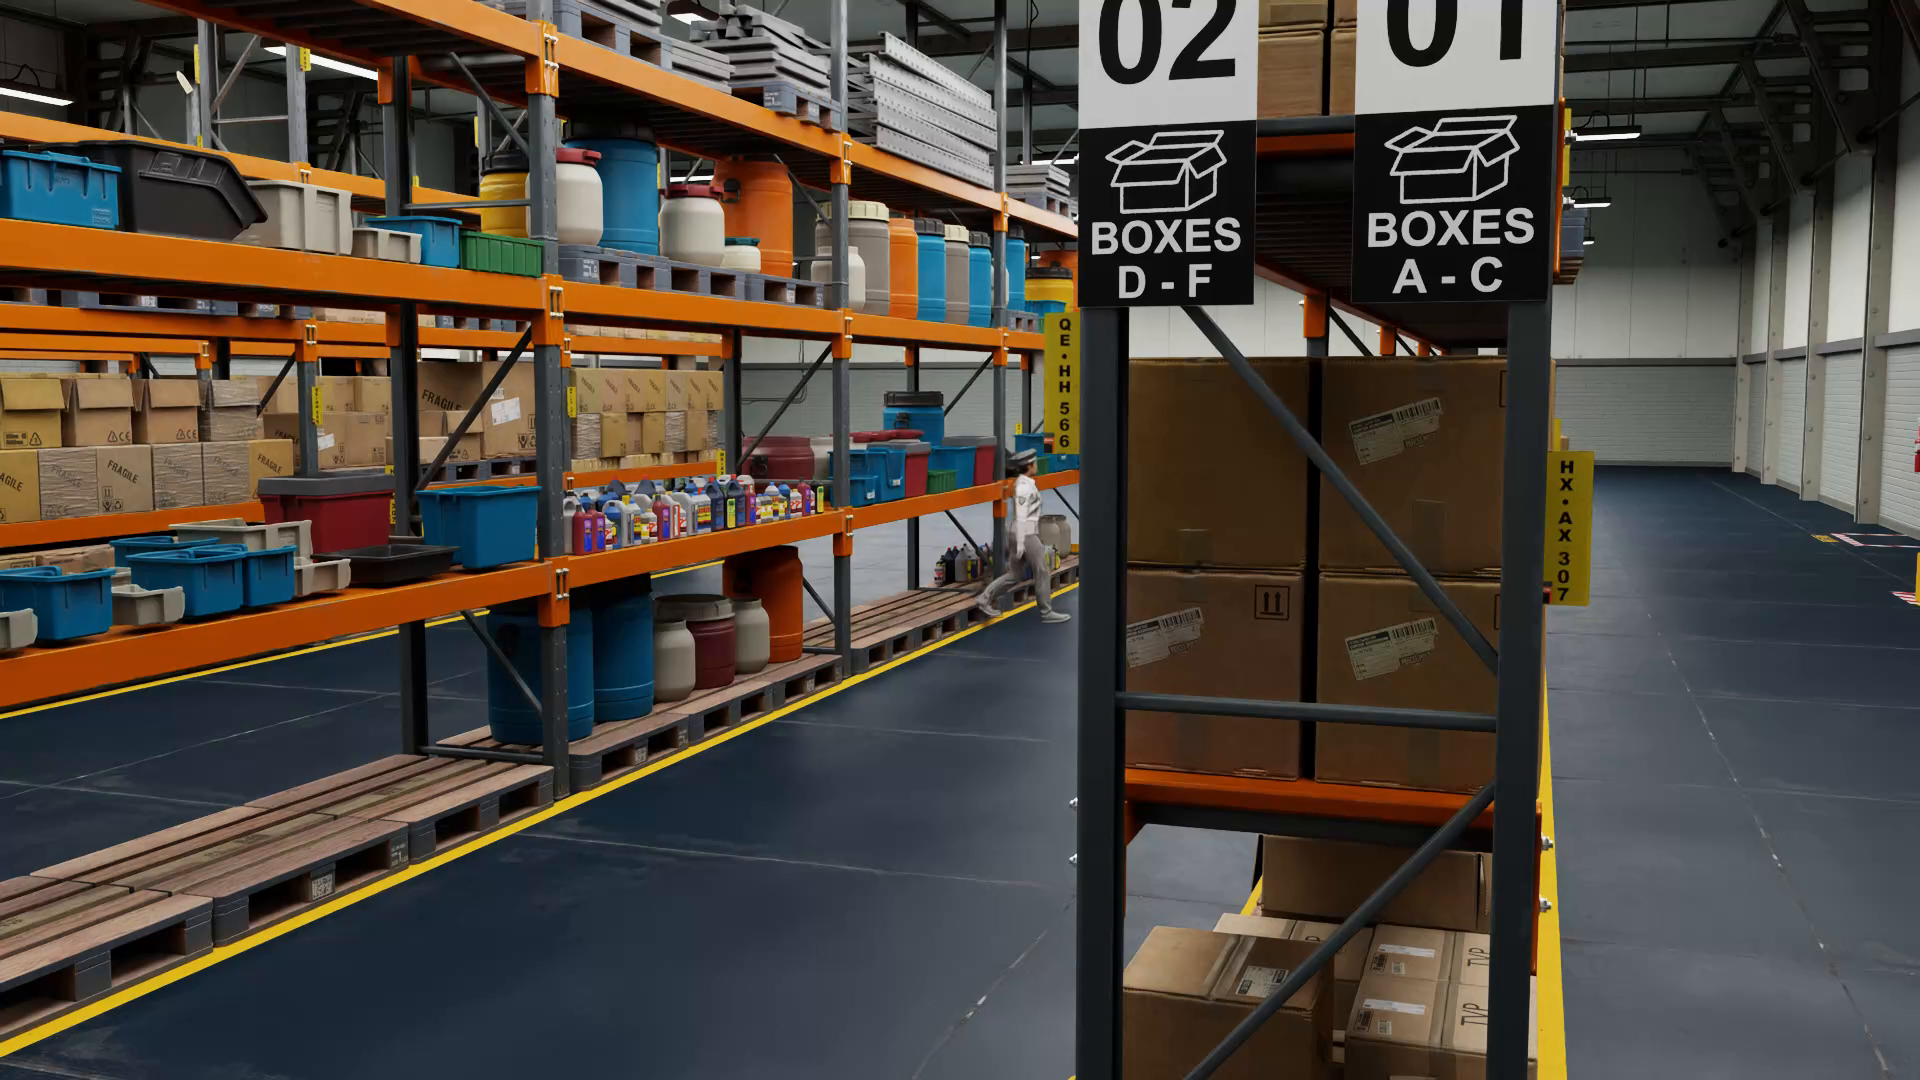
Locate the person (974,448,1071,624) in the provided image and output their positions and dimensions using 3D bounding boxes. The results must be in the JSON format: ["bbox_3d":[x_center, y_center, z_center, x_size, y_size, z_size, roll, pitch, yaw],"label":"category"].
[{"bbox_3d":[0.581,-0.039,15.662,0.924,1.649,0.499,0,5,-5],"label":"person"}]
